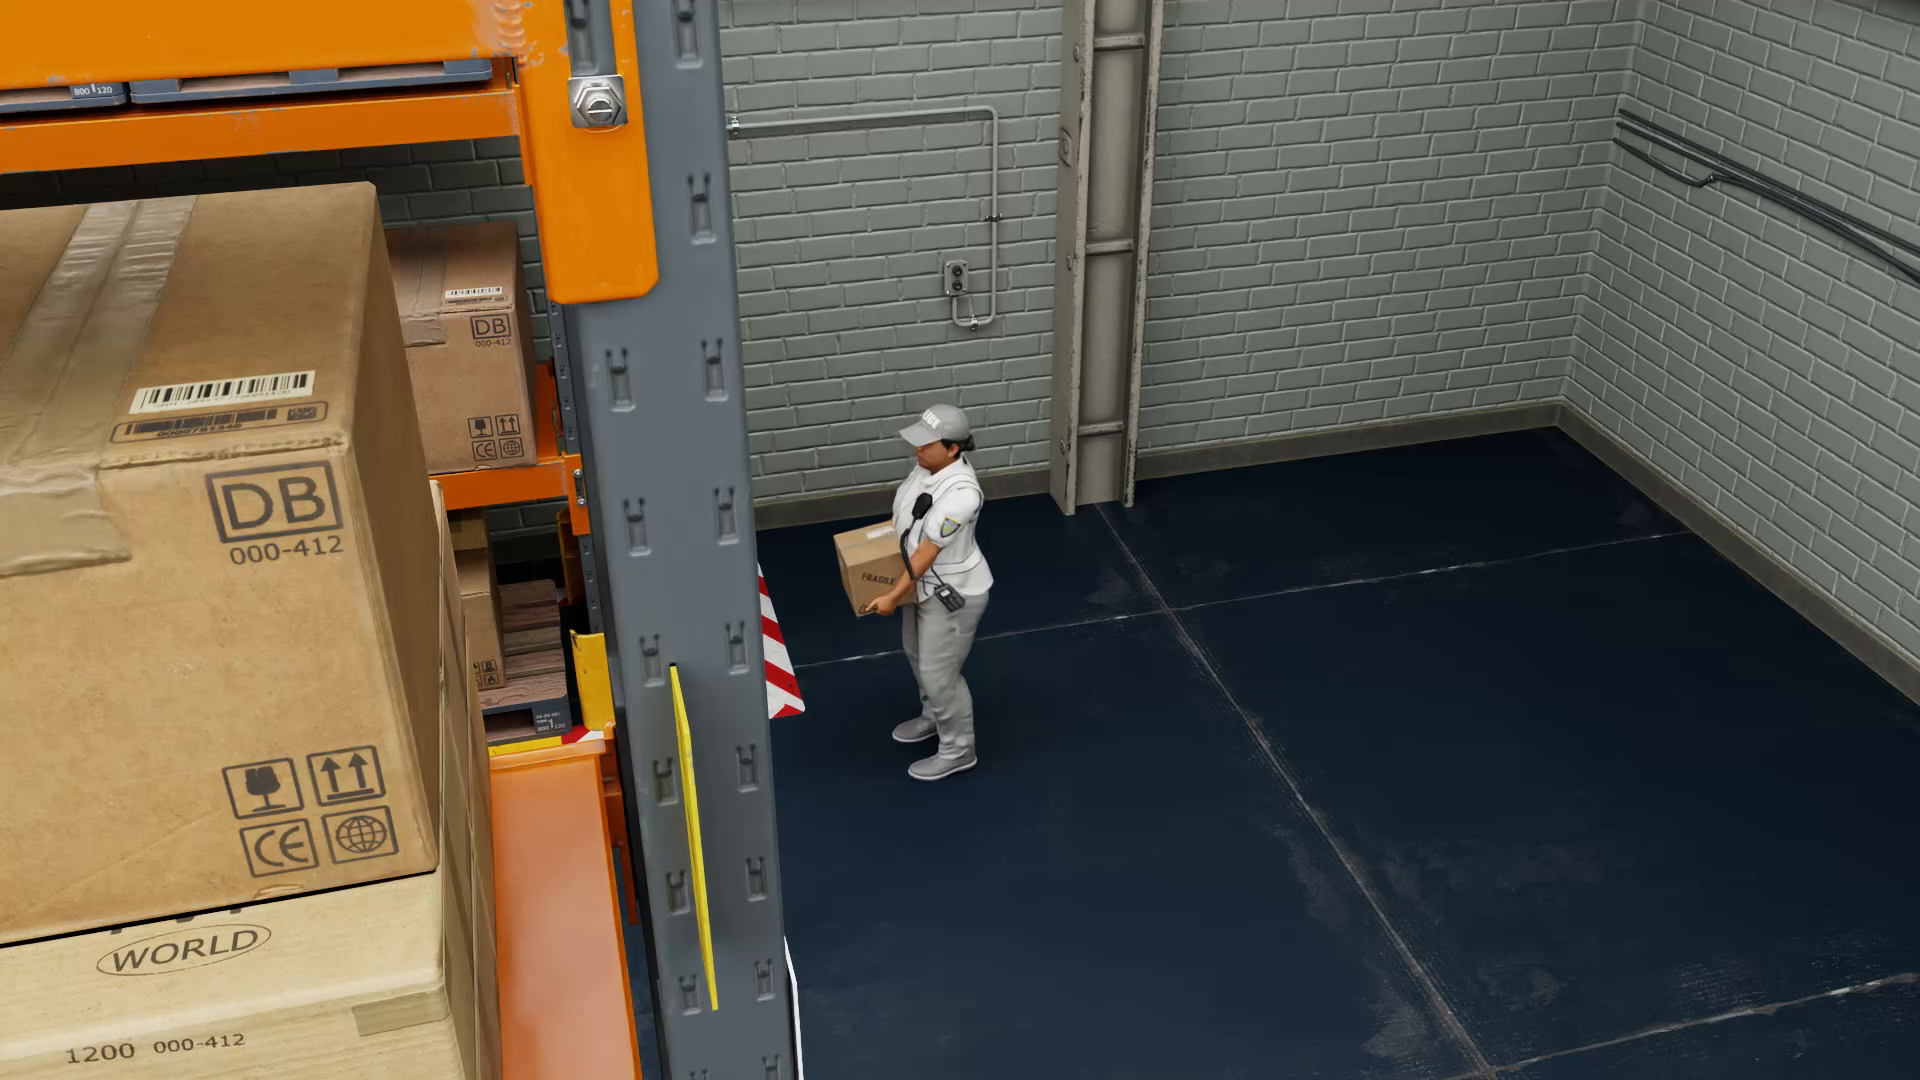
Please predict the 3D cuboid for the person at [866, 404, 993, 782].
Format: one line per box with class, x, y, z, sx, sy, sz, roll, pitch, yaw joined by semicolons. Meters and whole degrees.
person;-0.158;0.214;6.774;0.521;1.663;0.452;-8;31;-14
